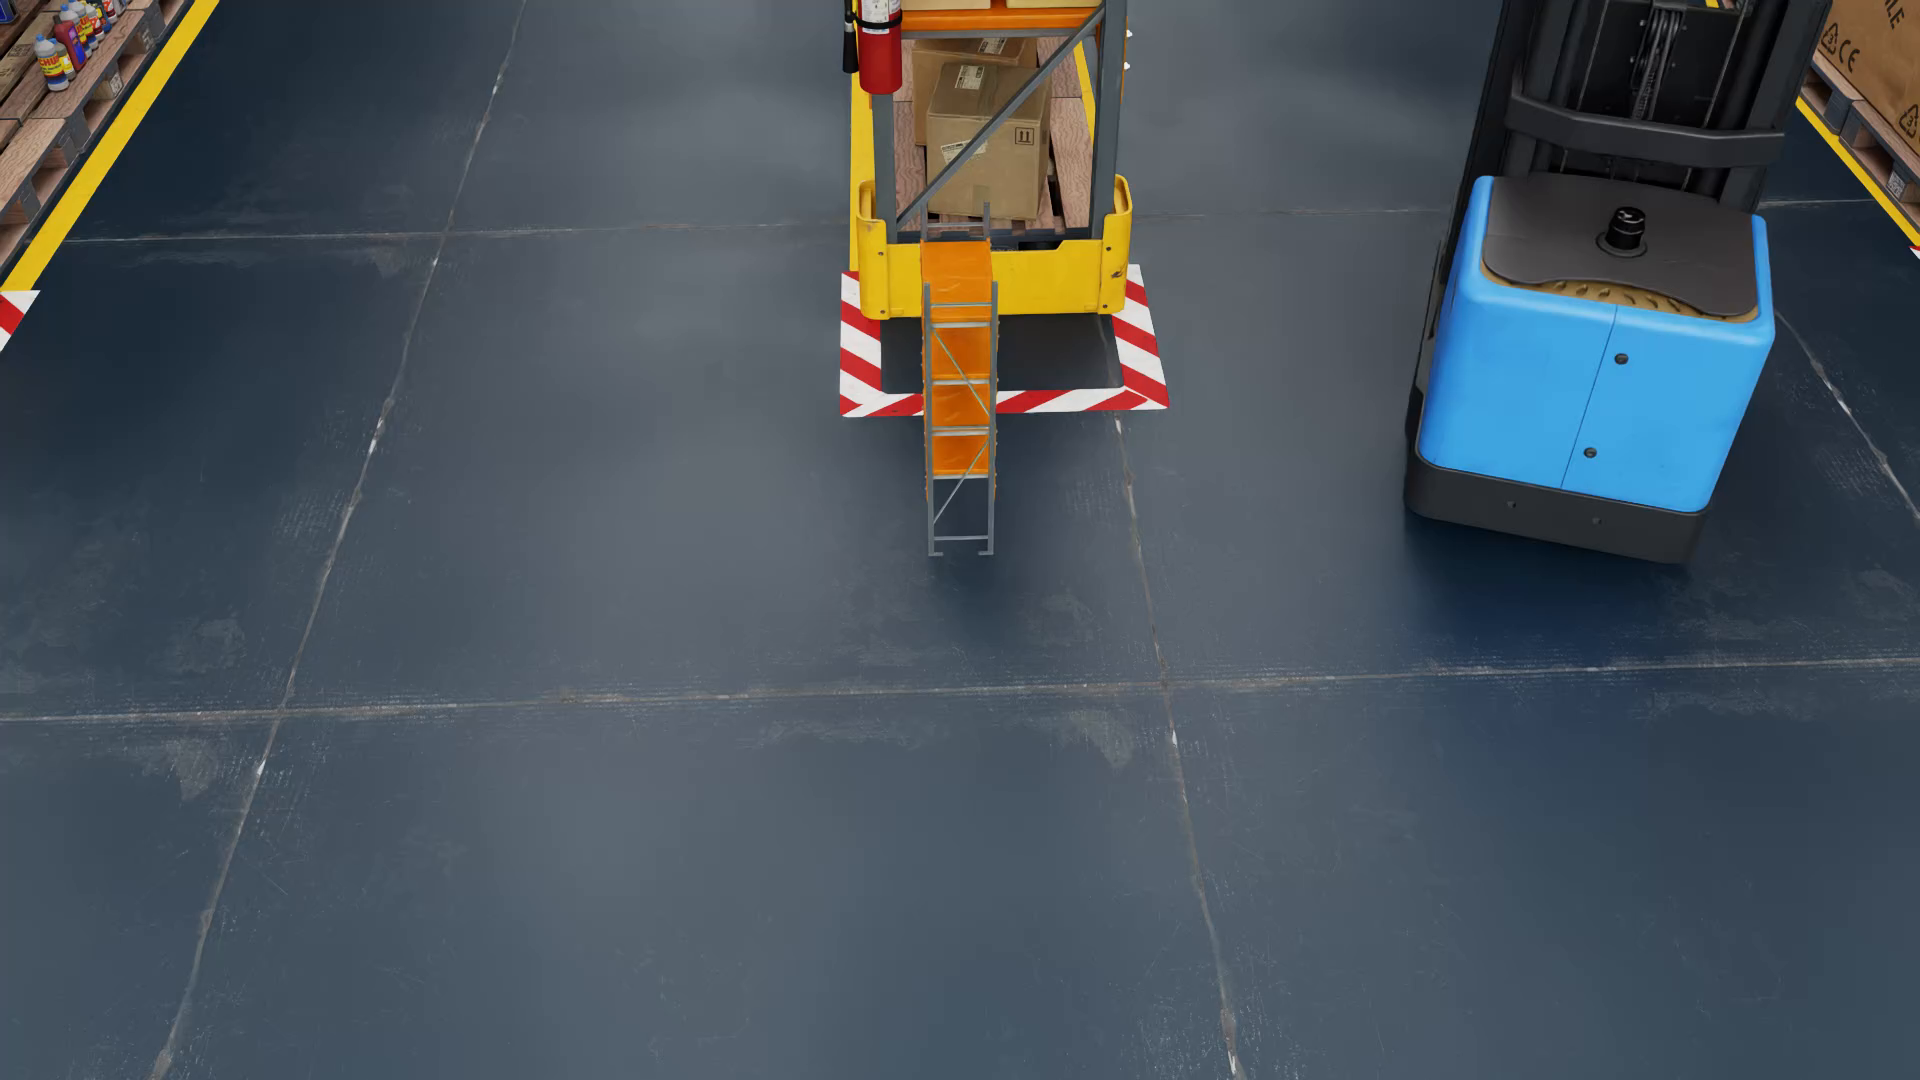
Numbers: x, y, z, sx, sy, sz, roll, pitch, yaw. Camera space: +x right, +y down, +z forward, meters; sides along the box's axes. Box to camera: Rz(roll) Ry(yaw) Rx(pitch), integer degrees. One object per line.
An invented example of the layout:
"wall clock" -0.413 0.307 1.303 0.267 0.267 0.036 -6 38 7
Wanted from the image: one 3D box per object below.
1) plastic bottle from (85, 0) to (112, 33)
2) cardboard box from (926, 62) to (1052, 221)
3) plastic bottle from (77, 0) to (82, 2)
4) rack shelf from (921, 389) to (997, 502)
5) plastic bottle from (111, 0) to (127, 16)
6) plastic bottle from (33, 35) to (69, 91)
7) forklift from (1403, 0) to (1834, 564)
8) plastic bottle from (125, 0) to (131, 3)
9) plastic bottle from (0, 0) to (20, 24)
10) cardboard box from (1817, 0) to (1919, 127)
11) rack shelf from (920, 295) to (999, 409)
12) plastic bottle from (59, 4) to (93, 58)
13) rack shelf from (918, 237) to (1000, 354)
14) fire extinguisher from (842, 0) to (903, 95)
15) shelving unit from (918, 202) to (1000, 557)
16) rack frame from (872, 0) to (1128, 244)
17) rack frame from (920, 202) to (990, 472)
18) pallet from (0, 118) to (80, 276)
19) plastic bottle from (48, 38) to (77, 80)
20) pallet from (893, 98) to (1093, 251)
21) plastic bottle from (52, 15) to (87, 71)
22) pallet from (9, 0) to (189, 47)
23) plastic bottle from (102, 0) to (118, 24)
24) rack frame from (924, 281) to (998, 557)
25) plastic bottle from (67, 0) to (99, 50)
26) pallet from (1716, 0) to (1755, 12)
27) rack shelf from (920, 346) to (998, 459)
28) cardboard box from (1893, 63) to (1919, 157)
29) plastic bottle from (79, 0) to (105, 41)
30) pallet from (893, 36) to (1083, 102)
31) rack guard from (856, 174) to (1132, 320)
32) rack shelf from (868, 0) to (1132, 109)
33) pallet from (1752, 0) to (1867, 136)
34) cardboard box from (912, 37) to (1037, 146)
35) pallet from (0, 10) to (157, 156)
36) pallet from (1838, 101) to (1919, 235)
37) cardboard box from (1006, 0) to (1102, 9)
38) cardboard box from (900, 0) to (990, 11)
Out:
"plastic bottle" -4.597 -2.837 8.819 0.097 0.271 0.097 0 43 0
"cardboard box" 0.135 -1.810 7.544 0.500 0.500 0.500 6 43 6
"plastic bottle" -4.740 -2.986 8.973 0.061 0.283 0.133 -2 43 -2
"rack shelf" -0.007 -0.358 6.146 0.258 0.148 0.480 -2 43 -2
"plastic bottle" -4.633 -2.987 8.979 0.152 0.276 0.135 -1 43 -1
"plastic bottle" -4.569 -2.402 8.344 0.097 0.271 0.097 0 43 0
"forklift" 2.607 -2.003 6.266 1.130 2.935 3.031 12 44 13
"plastic bottle" -4.636 -3.124 9.073 0.144 0.351 0.185 -2 43 -2
"plastic bottle" -5.181 -2.921 8.907 0.152 0.276 0.135 -2 43 -2
"cardboard box" 4.970 -2.650 8.183 0.875 0.875 0.875 -2 43 -2
"rack shelf" -0.007 -0.669 5.861 0.258 0.148 0.480 -2 43 -2
"plastic bottle" -4.584 -2.633 8.596 0.097 0.271 0.097 0 43 0
"rack shelf" -0.007 -0.844 5.701 0.258 0.148 0.480 -2 43 -2
"fire extinguisher" -0.311 -2.035 6.308 0.296 0.674 0.183 -2 43 -2
"shelving unit" -0.007 -0.554 5.966 0.258 1.200 0.503 -2 43 -2
"rack frame" 0.145 -2.154 6.381 1.000 3.000 0.127 -2 43 -2
"rack frame" -0.017 -0.719 6.146 0.240 1.200 0.015 -2 43 -2
"pallet" -4.883 -1.583 7.821 1.003 0.211 1.213 -2 43 -2
"plastic bottle" -4.574 -2.446 8.444 0.097 0.201 0.097 0 43 0
"pallet" 0.142 -1.727 7.978 1.003 0.211 1.213 -2 43 -2
"plastic bottle" -4.561 -2.559 8.507 0.061 0.283 0.133 -1 43 -1
"pallet" -4.987 -3.230 9.618 1.003 0.211 1.213 -2 43 -2
"plastic bottle" -4.601 -2.880 8.918 0.097 0.201 0.097 0 43 0
"rack frame" 0.003 -0.389 5.787 0.240 1.200 0.015 -2 43 -2
"plastic bottle" -4.588 -2.701 8.670 0.097 0.271 0.097 0 43 0
"pallet" 4.889 -3.385 9.787 1.003 0.211 1.213 -2 43 -2
"rack shelf" -0.007 -0.504 6.012 0.258 0.148 0.480 -2 43 -2
"cardboard box" 5.010 -2.056 7.535 0.875 0.875 0.875 -1 43 -2
"plastic bottle" -4.592 -2.742 8.767 0.097 0.201 0.097 0 43 0
"pallet" 0.094 -2.549 8.875 1.003 0.211 1.213 -2 43 -2
"rack guard" 0.142 -1.284 7.281 1.175 0.500 0.348 -2 43 -2
"rack shelf" 0.060 -3.239 8.097 1.077 0.370 4.000 -2 43 -2
"pallet" 4.944 -2.560 8.886 1.003 0.211 1.213 -2 43 -2
"cardboard box" 0.075 -2.212 7.983 0.500 0.500 0.500 9 43 9
"pallet" -4.932 -2.405 8.717 1.003 0.211 1.213 -2 43 -2
"pallet" 4.992 -1.738 7.990 1.003 0.211 1.213 -2 43 -2
"cardboard box" 0.371 -2.261 6.683 0.380 0.149 0.250 -2 43 -2
"cardboard box" -0.074 -2.248 6.669 0.380 0.149 0.250 -2 43 -2
